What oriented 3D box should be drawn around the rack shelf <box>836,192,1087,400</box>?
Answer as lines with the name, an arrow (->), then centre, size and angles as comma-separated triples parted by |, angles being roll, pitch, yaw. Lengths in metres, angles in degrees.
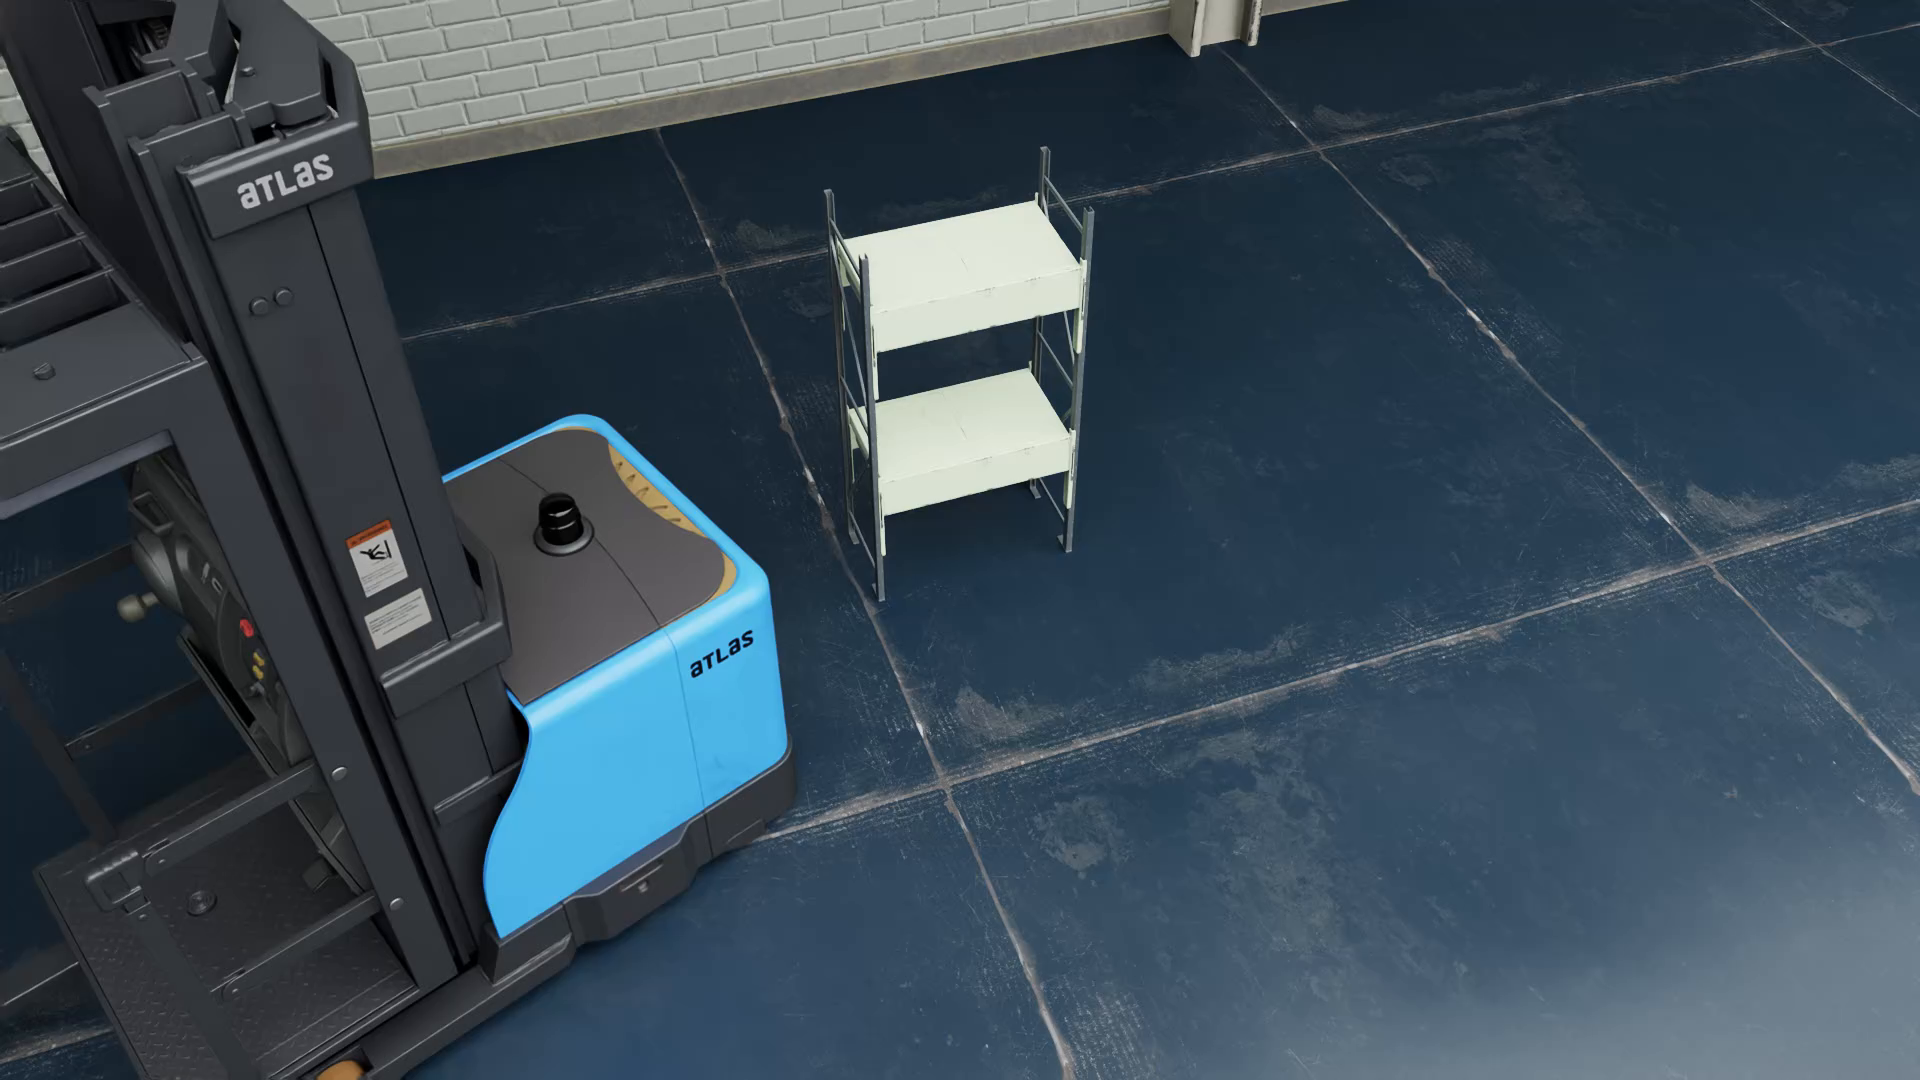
rack shelf -> -0.006, -0.803, 5.441 | 0.720, 0.370, 0.431 | -14, 47, -14

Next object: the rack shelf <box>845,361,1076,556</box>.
rack shelf -> -0.006, -0.298, 5.948 | 0.720, 0.370, 0.431 | -14, 47, -14

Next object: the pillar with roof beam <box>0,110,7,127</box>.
pillar with roof beam -> -2.829, -1.571, 1.462 | 0.400, 9.000, 9.100 | -14, 47, -14

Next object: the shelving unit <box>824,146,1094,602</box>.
shelving unit -> -0.006, -0.528, 5.717 | 0.755, 1.500, 0.431 | -14, 47, -14

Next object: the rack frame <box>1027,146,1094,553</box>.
rack frame -> 0.338, -0.616, 5.805 | 0.023, 1.500, 0.400 | -14, 47, -14

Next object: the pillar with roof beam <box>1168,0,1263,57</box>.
pillar with roof beam -> 2.814, -3.014, 2.900 | 0.400, 9.000, 9.100 | -14, 47, -14

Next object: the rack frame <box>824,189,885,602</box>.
rack frame -> -0.351, -0.440, 5.629 | 0.023, 1.500, 0.400 | -14, 47, -14

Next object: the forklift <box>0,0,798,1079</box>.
forklift -> -1.972, 0.243, 3.939 | 3.031, 2.935, 1.130 | -31, 53, -27
